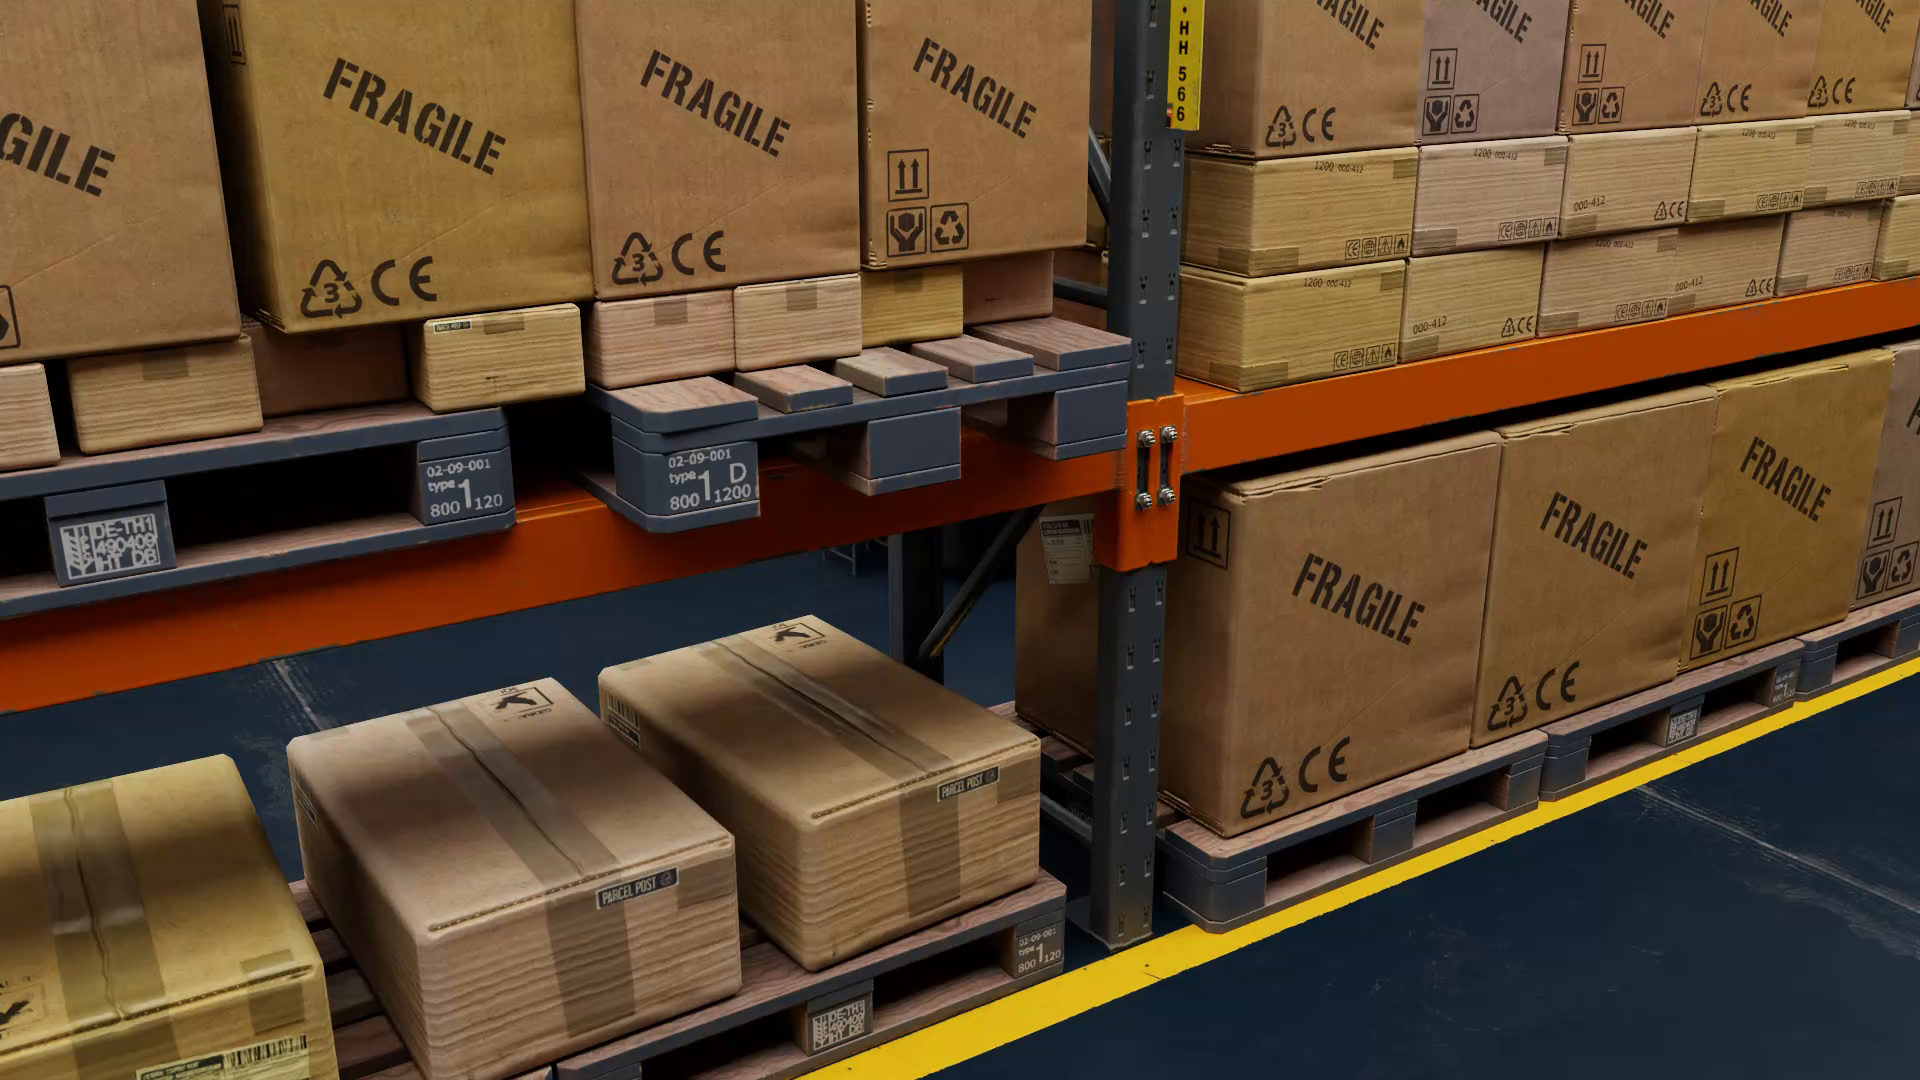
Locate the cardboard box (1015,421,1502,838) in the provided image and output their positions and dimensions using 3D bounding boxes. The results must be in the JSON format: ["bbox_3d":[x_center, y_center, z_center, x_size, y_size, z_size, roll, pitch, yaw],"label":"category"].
[{"bbox_3d":[0.753,0.111,4.396,0.875,0.875,0.875,-12,22,-32],"label":"cardboard box"}]

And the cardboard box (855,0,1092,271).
[{"bbox_3d":[-0.096,-0.830,3.241,0.500,0.500,0.500,-13,22,-33],"label":"cardboard box"}]

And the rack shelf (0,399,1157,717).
[{"bbox_3d":[-1.540,0.096,2.902,4.000,0.370,1.077,-12,22,-31],"label":"rack shelf"}]

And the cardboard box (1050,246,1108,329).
[{"bbox_3d":[0.410,-0.685,4.322,0.500,0.250,0.500,-13,23,-33],"label":"cardboard box"}]

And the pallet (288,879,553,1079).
[{"bbox_3d":[-1.541,1.074,3.237,1.213,0.211,1.003,-12,22,-31],"label":"pallet"}]

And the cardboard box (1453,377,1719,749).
[{"bbox_3d":[1.500,-0.045,4.857,0.875,0.875,0.875,-12,22,-31],"label":"cardboard box"}]

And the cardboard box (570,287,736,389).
[{"bbox_3d":[-0.598,-0.392,2.956,0.250,0.149,0.380,-13,23,-34],"label":"cardboard box"}]

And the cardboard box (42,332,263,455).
[{"bbox_3d":[-1.264,-0.263,2.575,0.250,0.149,0.380,-13,22,-33],"label":"cardboard box"}]

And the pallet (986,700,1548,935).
[{"bbox_3d":[0.830,0.605,4.626,1.213,0.211,1.003,-12,22,-31],"label":"pallet"}]

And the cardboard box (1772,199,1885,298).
[{"bbox_3d":[2.377,-0.911,4.991,0.500,0.250,0.500,-13,22,-33],"label":"cardboard box"}]

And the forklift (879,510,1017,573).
[{"bbox_3d":[0.897,-1.619,6.956,3.031,2.935,1.130,-13,23,-34],"label":"forklift"}]

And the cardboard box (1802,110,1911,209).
[{"bbox_3d":[2.394,-1.142,4.894,0.500,0.250,0.500,-11,22,-30],"label":"cardboard box"}]

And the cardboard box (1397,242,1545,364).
[{"bbox_3d":[1.097,-0.641,4.190,0.500,0.250,0.500,-13,22,-33],"label":"cardboard box"}]

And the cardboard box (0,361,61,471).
[{"bbox_3d":[-1.471,-0.208,2.413,0.250,0.149,0.380,-11,22,-29],"label":"cardboard box"}]

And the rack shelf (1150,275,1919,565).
[{"bbox_3d":[1.801,-0.609,4.986,4.000,0.370,1.077,-12,22,-31],"label":"rack shelf"}]

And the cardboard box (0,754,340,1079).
[{"bbox_3d":[-1.595,0.809,3.114,0.625,0.372,0.950,-11,22,-30],"label":"cardboard box"}]

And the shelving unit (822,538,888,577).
[{"bbox_3d":[-0.384,-0.335,6.331,0.210,0.900,0.258,-13,23,-34],"label":"shelving unit"}]

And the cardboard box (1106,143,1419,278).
[{"bbox_3d":[0.689,-0.786,3.841,0.500,0.250,0.500,-12,22,-32],"label":"cardboard box"}]

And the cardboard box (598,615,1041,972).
[{"bbox_3d":[-0.347,0.545,3.896,0.625,0.372,0.950,-14,23,-35],"label":"cardboard box"}]

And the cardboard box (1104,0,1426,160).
[{"bbox_3d":[0.677,-1.140,3.716,0.500,0.500,0.500,-13,22,-33],"label":"cardboard box"}]

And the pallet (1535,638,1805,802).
[{"bbox_3d":[1.848,0.391,5.258,1.213,0.211,1.003,-12,22,-31],"label":"pallet"}]

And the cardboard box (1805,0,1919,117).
[{"bbox_3d":[2.374,-1.500,4.781,0.500,0.500,0.500,-11,22,-30],"label":"cardboard box"}]

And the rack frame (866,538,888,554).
[{"bbox_3d":[-0.302,-0.354,6.388,0.006,0.900,0.240,-13,23,-34],"label":"rack frame"}]

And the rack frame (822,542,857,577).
[{"bbox_3d":[-0.466,-0.316,6.274,0.006,0.900,0.240,-13,23,-34],"label":"rack frame"}]

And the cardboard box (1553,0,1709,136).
[{"bbox_3d":[1.526,-1.317,4.239,0.500,0.500,0.500,-11,22,-30],"label":"cardboard box"}]

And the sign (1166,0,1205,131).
[{"bbox_3d":[0.437,-0.965,3.231,0.005,0.325,0.100,-12,22,-31],"label":"sign"}]

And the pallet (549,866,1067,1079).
[{"bbox_3d":[-0.523,0.861,3.869,1.213,0.211,1.003,-12,22,-31],"label":"pallet"}]

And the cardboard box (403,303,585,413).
[{"bbox_3d":[-0.821,-0.339,2.802,0.250,0.149,0.380,-11,22,-30],"label":"cardboard box"}]

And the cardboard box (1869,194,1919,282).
[{"bbox_3d":[2.809,-0.995,5.239,0.500,0.250,0.500,-12,22,-32],"label":"cardboard box"}]

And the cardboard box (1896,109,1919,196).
[{"bbox_3d":[2.823,-1.235,5.168,0.500,0.250,0.500,-11,22,-30],"label":"cardboard box"}]

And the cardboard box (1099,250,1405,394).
[{"bbox_3d":[0.678,-0.545,3.909,0.500,0.250,0.500,-12,22,-32],"label":"cardboard box"}]

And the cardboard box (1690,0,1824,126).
[{"bbox_3d":[1.950,-1.405,4.500,0.500,0.500,0.500,-12,22,-31],"label":"cardboard box"}]

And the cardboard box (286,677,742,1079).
[{"bbox_3d":[-0.959,0.677,3.505,0.625,0.372,0.950,-12,22,-32],"label":"cardboard box"}]

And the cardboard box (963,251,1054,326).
[{"bbox_3d":[-0.014,-0.557,3.445,0.250,0.149,0.380,-11,22,-29],"label":"cardboard box"}]

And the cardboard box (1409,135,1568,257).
[{"bbox_3d":[1.122,-0.877,4.110,0.500,0.250,0.500,-11,22,-30],"label":"cardboard box"}]

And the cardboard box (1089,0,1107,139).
[{"bbox_3d":[0.418,-1.280,4.129,0.500,0.500,0.500,-13,22,-33],"label":"cardboard box"}]

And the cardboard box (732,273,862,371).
[{"bbox_3d":[-0.384,-0.434,3.081,0.250,0.149,0.380,-12,22,-32],"label":"cardboard box"}]

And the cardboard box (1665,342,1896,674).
[{"bbox_3d":[2.247,-0.203,5.323,0.875,0.875,0.875,-11,22,-30],"label":"cardboard box"}]

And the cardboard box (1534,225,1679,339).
[{"bbox_3d":[1.538,-0.731,4.459,0.500,0.250,0.500,-11,22,-30],"label":"cardboard box"}]

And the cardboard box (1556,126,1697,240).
[{"bbox_3d":[1.545,-0.962,4.359,0.500,0.250,0.500,-12,22,-32],"label":"cardboard box"}]

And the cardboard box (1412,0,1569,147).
[{"bbox_3d":[1.086,-1.230,3.982,0.500,0.500,0.500,-12,22,-31],"label":"cardboard box"}]

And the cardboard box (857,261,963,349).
[{"bbox_3d":[-0.198,-0.490,3.248,0.250,0.149,0.380,-12,22,-31],"label":"cardboard box"}]

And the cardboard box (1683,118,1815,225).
[{"bbox_3d":[1.976,-1.048,4.613,0.500,0.250,0.500,-11,22,-30],"label":"cardboard box"}]

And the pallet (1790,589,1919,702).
[{"bbox_3d":[2.868,0.175,5.898,1.213,0.211,1.003,-12,22,-31],"label":"pallet"}]

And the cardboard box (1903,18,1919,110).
[{"bbox_3d":[2.808,-1.584,5.030,0.500,0.500,0.500,-11,22,-30],"label":"cardboard box"}]

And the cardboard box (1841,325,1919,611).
[{"bbox_3d":[2.997,-0.364,5.799,0.875,0.875,0.875,-11,22,-30],"label":"cardboard box"}]

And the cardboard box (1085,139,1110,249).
[{"bbox_3d":[0.395,-0.917,4.226,0.500,0.250,0.500,-12,22,-32],"label":"cardboard box"}]

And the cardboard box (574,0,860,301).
[{"bbox_3d":[-0.522,-0.736,2.963,0.500,0.500,0.500,-12,22,-32],"label":"cardboard box"}]

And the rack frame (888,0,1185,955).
[{"bbox_3d":[0.130,-0.598,3.829,0.127,3.000,1.000,-12,22,-31],"label":"rack frame"}]

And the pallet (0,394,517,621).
[{"bbox_3d":[-1.500,-0.147,2.796,1.213,0.211,1.003,-12,22,-31],"label":"pallet"}]

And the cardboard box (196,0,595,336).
[{"bbox_3d":[-0.943,-0.647,2.699,0.500,0.500,0.500,-14,23,-35],"label":"cardboard box"}]

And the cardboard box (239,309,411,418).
[{"bbox_3d":[-1.100,-0.329,2.770,0.250,0.149,0.380,-12,22,-31],"label":"cardboard box"}]

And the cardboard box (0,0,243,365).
[{"bbox_3d":[-1.399,-0.551,2.415,0.500,0.500,0.500,-13,23,-34],"label":"cardboard box"}]

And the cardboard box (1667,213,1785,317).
[{"bbox_3d":[1.948,-0.819,4.719,0.500,0.250,0.500,-12,22,-31],"label":"cardboard box"}]

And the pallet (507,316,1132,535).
[{"bbox_3d":[-0.406,-0.353,3.404,1.003,0.211,1.213,-12,22,-31],"label":"pallet"}]
